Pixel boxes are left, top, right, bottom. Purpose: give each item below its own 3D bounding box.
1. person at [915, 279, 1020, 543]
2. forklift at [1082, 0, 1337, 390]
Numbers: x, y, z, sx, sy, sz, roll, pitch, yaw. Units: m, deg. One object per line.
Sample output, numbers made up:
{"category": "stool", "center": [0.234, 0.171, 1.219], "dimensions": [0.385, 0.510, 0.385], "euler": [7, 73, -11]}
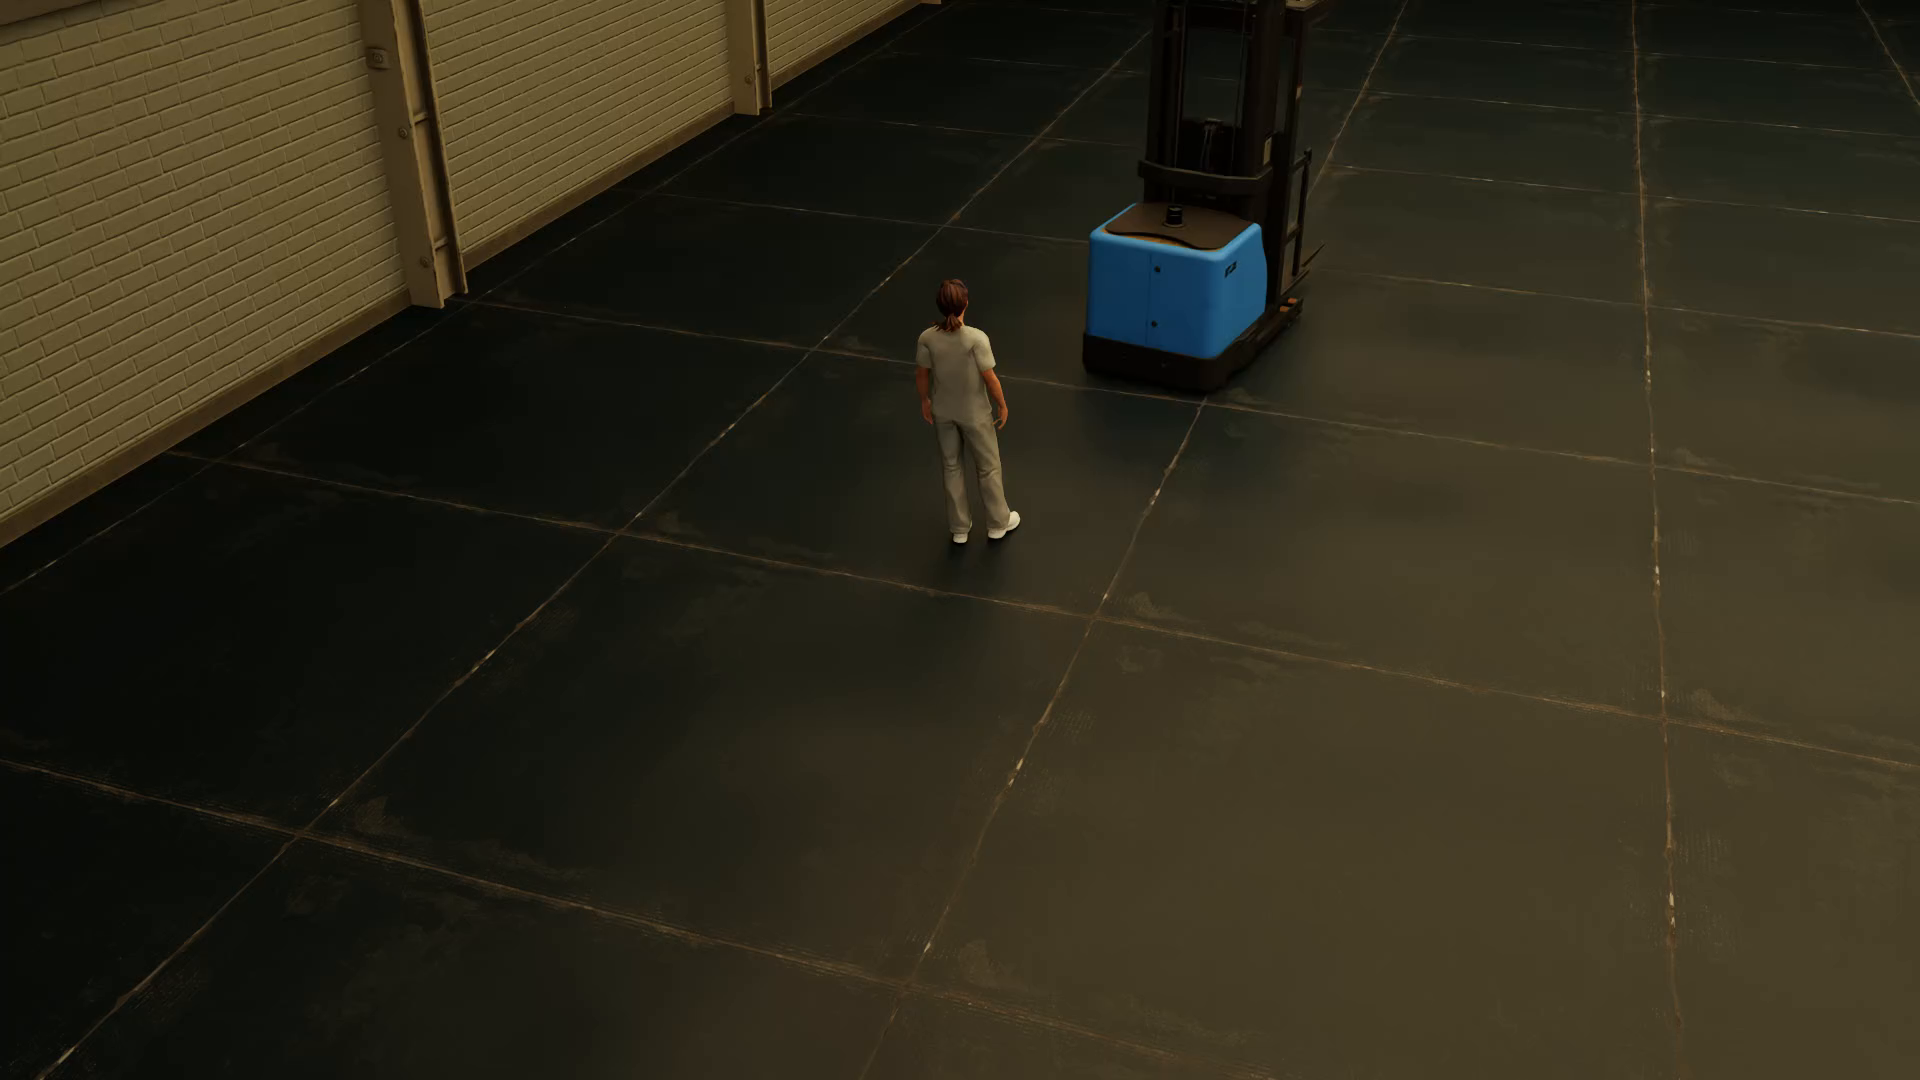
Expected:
{"category": "person", "center": [0.037, -0.766, 9.734], "dimensions": [0.549, 1.675, 0.549], "euler": [10, 31, 16]}
{"category": "forklift", "center": [2.060, -3.035, 12.461], "dimensions": [1.130, 2.935, 3.031], "euler": [15, 33, 25]}
